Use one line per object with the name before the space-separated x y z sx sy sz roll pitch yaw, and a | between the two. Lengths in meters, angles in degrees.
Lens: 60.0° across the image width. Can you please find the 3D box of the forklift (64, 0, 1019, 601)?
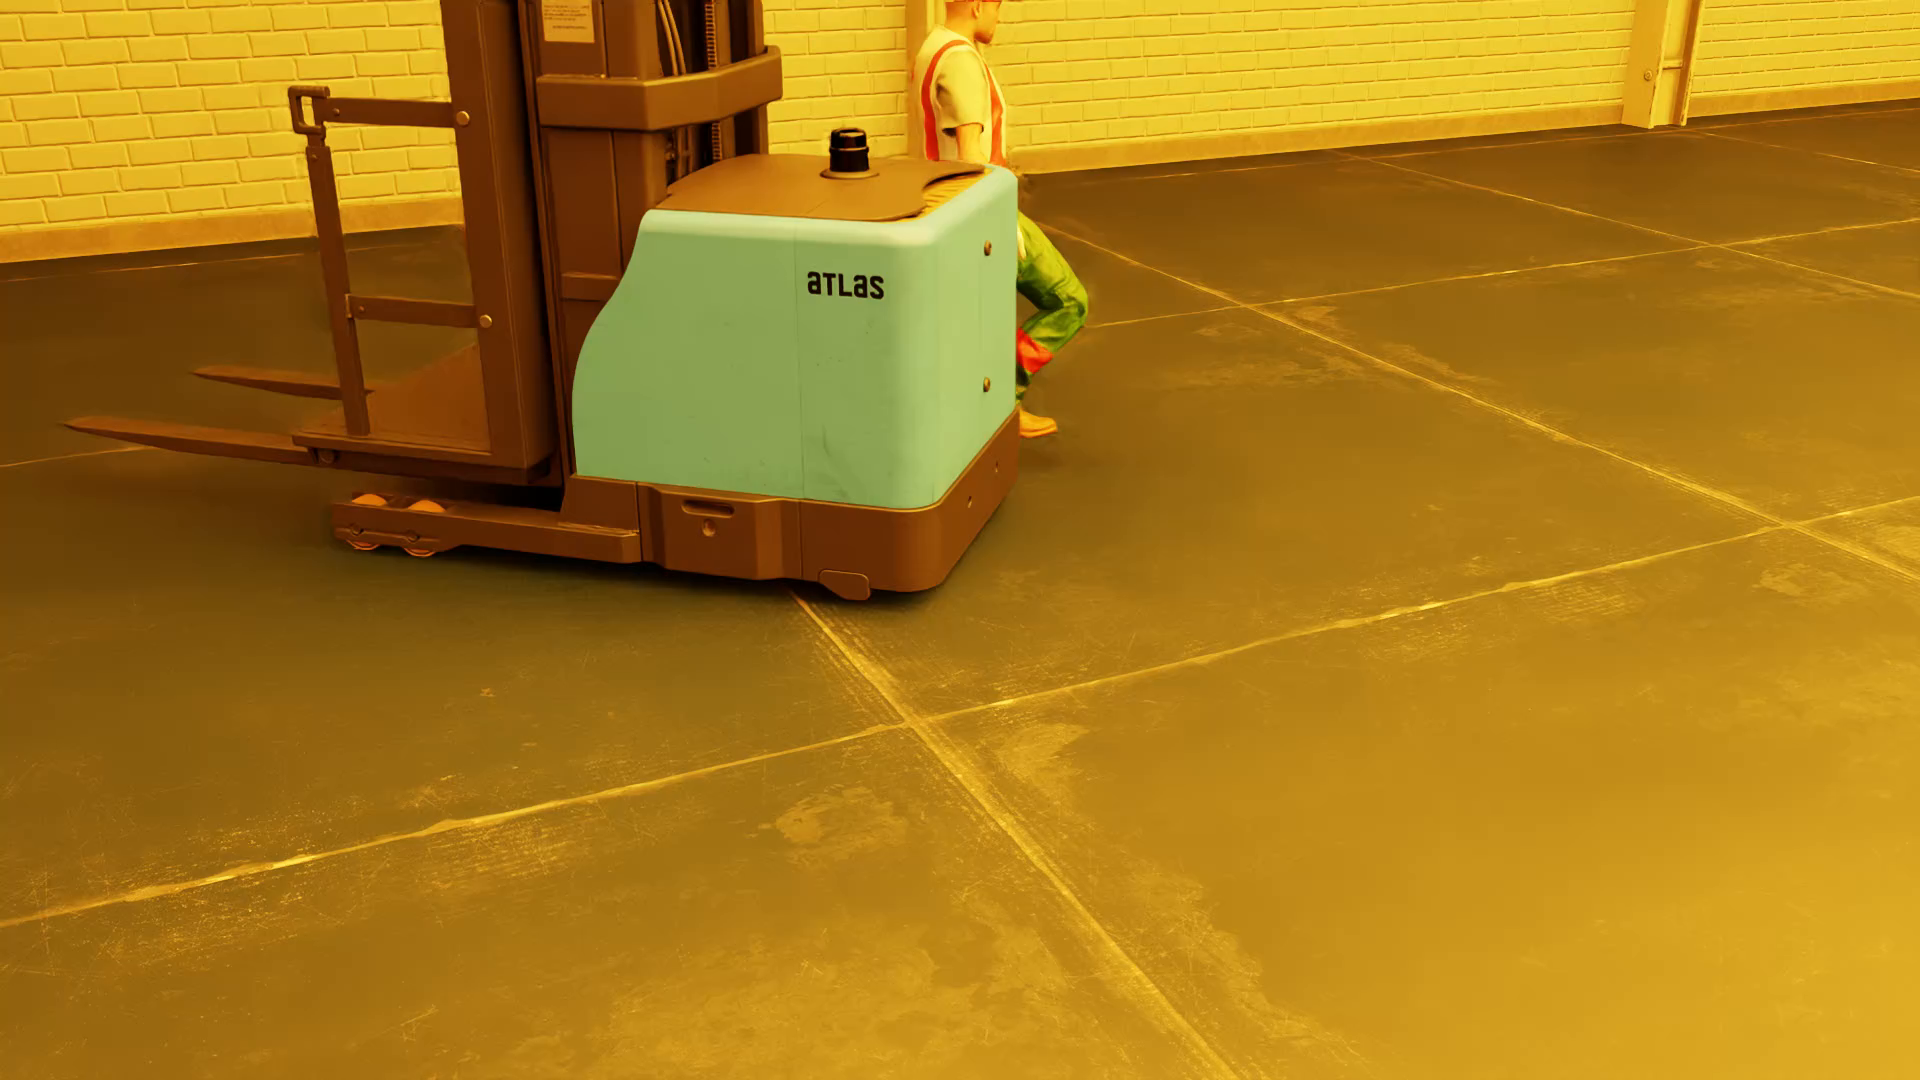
forklift | -1.386 -1.488 4.869 3.031 2.935 1.130 6 23 15

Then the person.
person | 0.062 -1.152 5.763 0.644 1.668 0.985 -4 23 -10
